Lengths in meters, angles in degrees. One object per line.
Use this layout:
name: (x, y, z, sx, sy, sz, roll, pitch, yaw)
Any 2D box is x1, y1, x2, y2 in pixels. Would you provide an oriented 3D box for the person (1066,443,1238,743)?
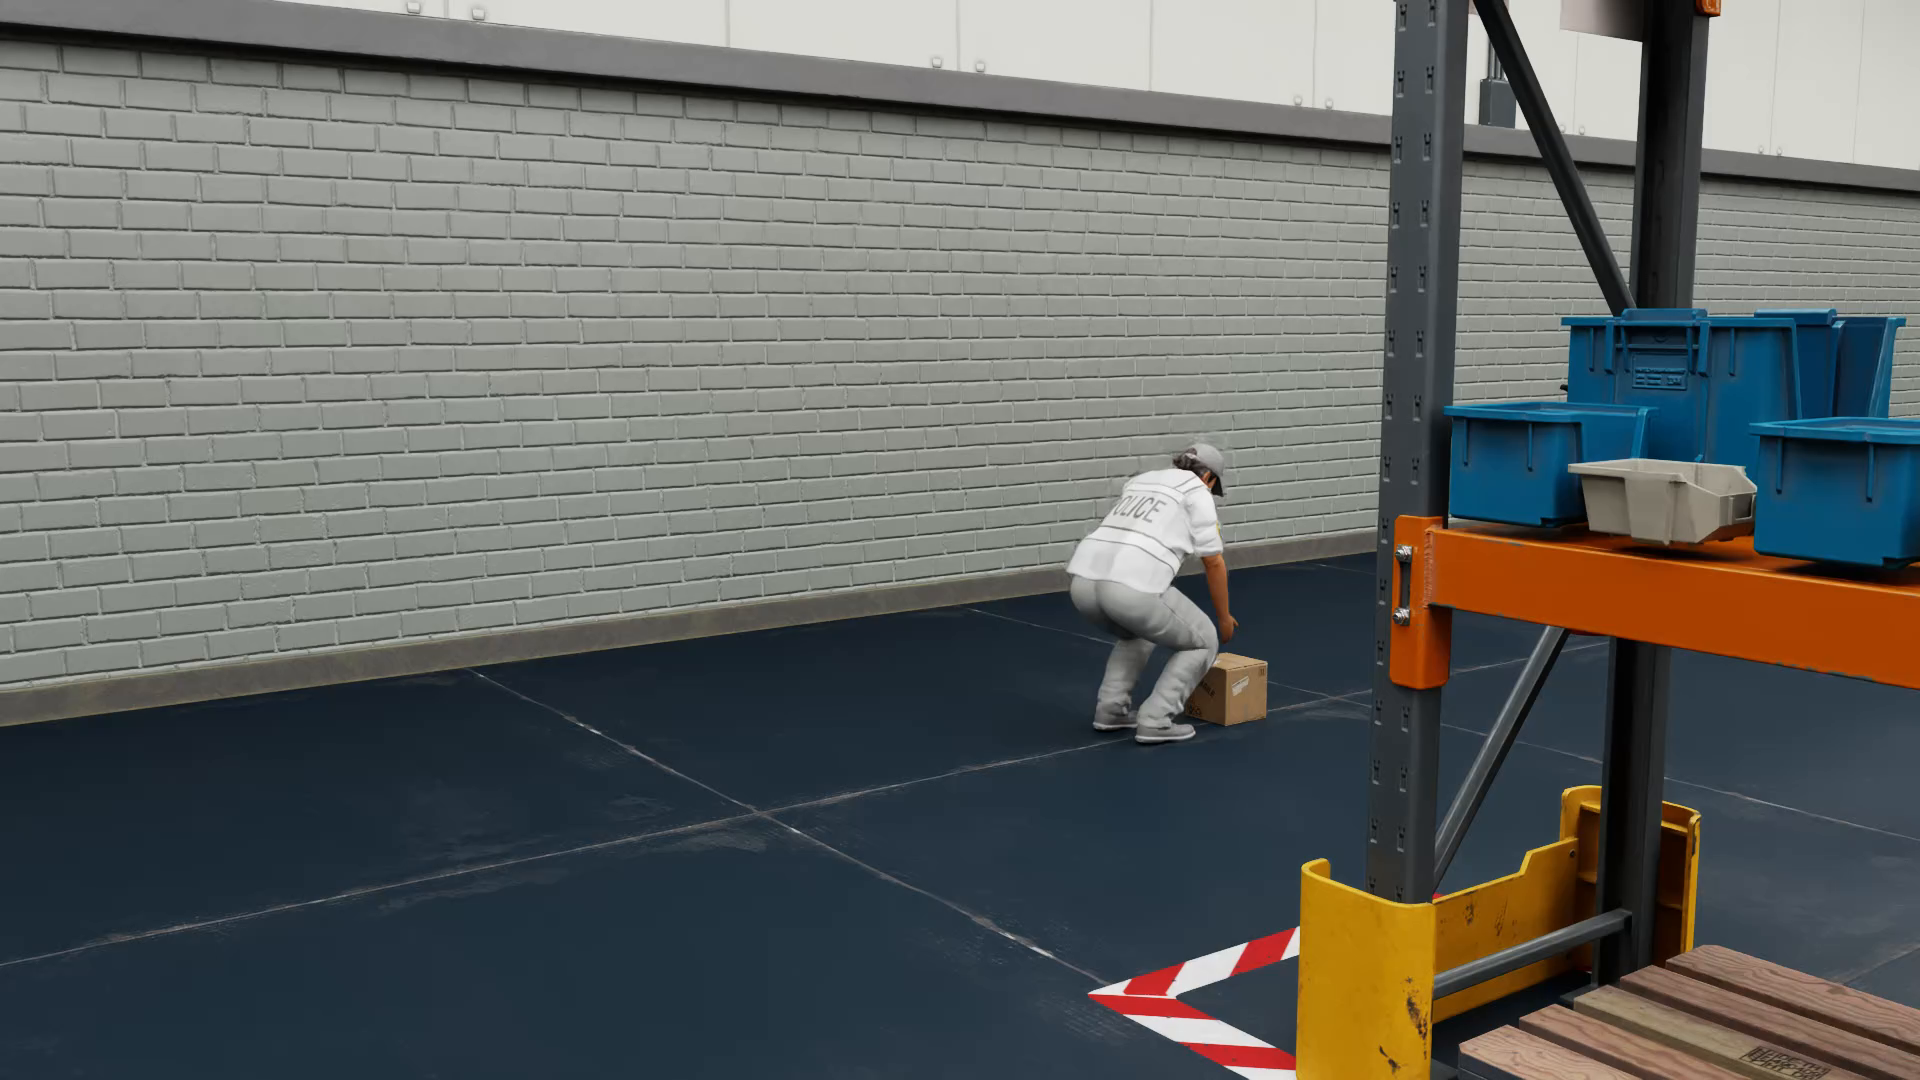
person: (0.811, 0.211, 6.976, 0.807, 1.207, 0.538, -6, 10, -36)
